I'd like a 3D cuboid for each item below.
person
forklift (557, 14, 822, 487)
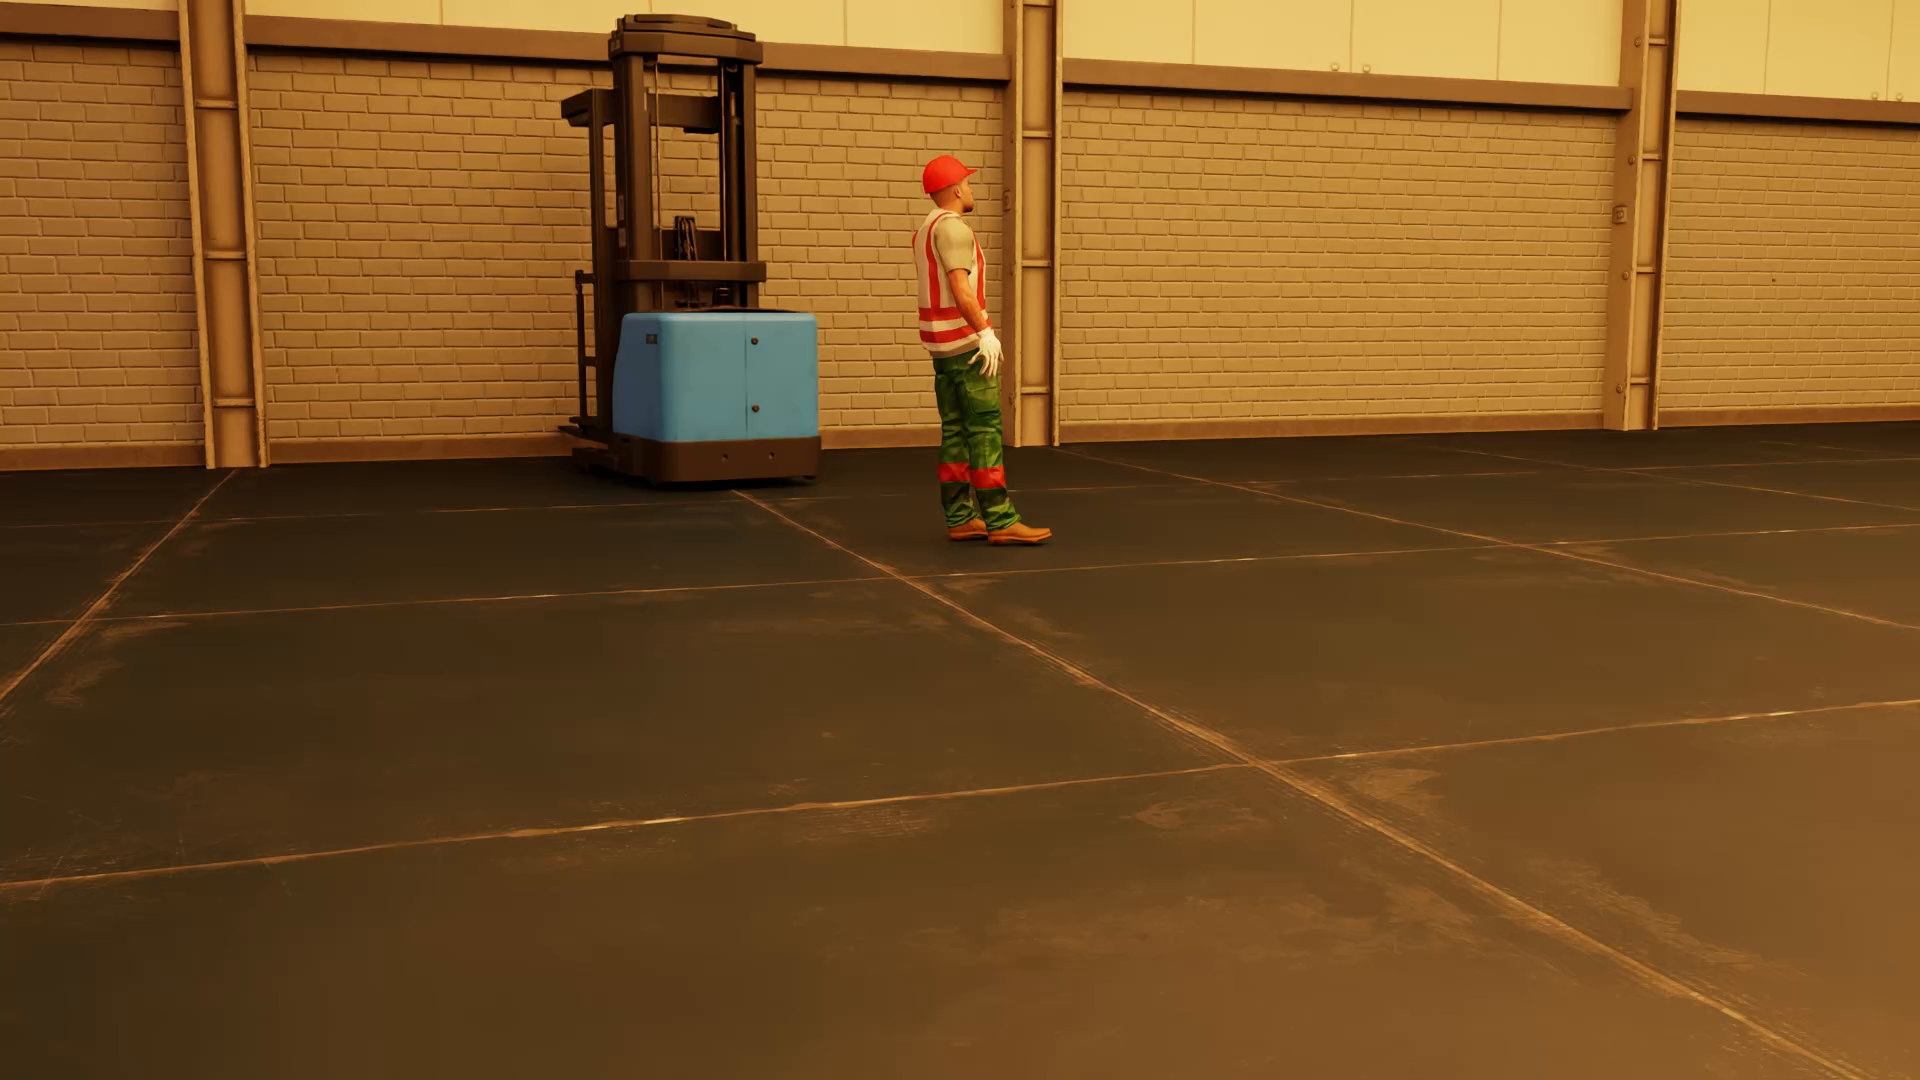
[{"bbox_3d":[0.080,-0.895,7.818,0.562,1.789,0.638,-3,8,-18],"label":"person"},{"bbox_3d":[-2.018,-1.932,11.257,1.130,2.935,3.031,-4,9,-29],"label":"forklift"}]
